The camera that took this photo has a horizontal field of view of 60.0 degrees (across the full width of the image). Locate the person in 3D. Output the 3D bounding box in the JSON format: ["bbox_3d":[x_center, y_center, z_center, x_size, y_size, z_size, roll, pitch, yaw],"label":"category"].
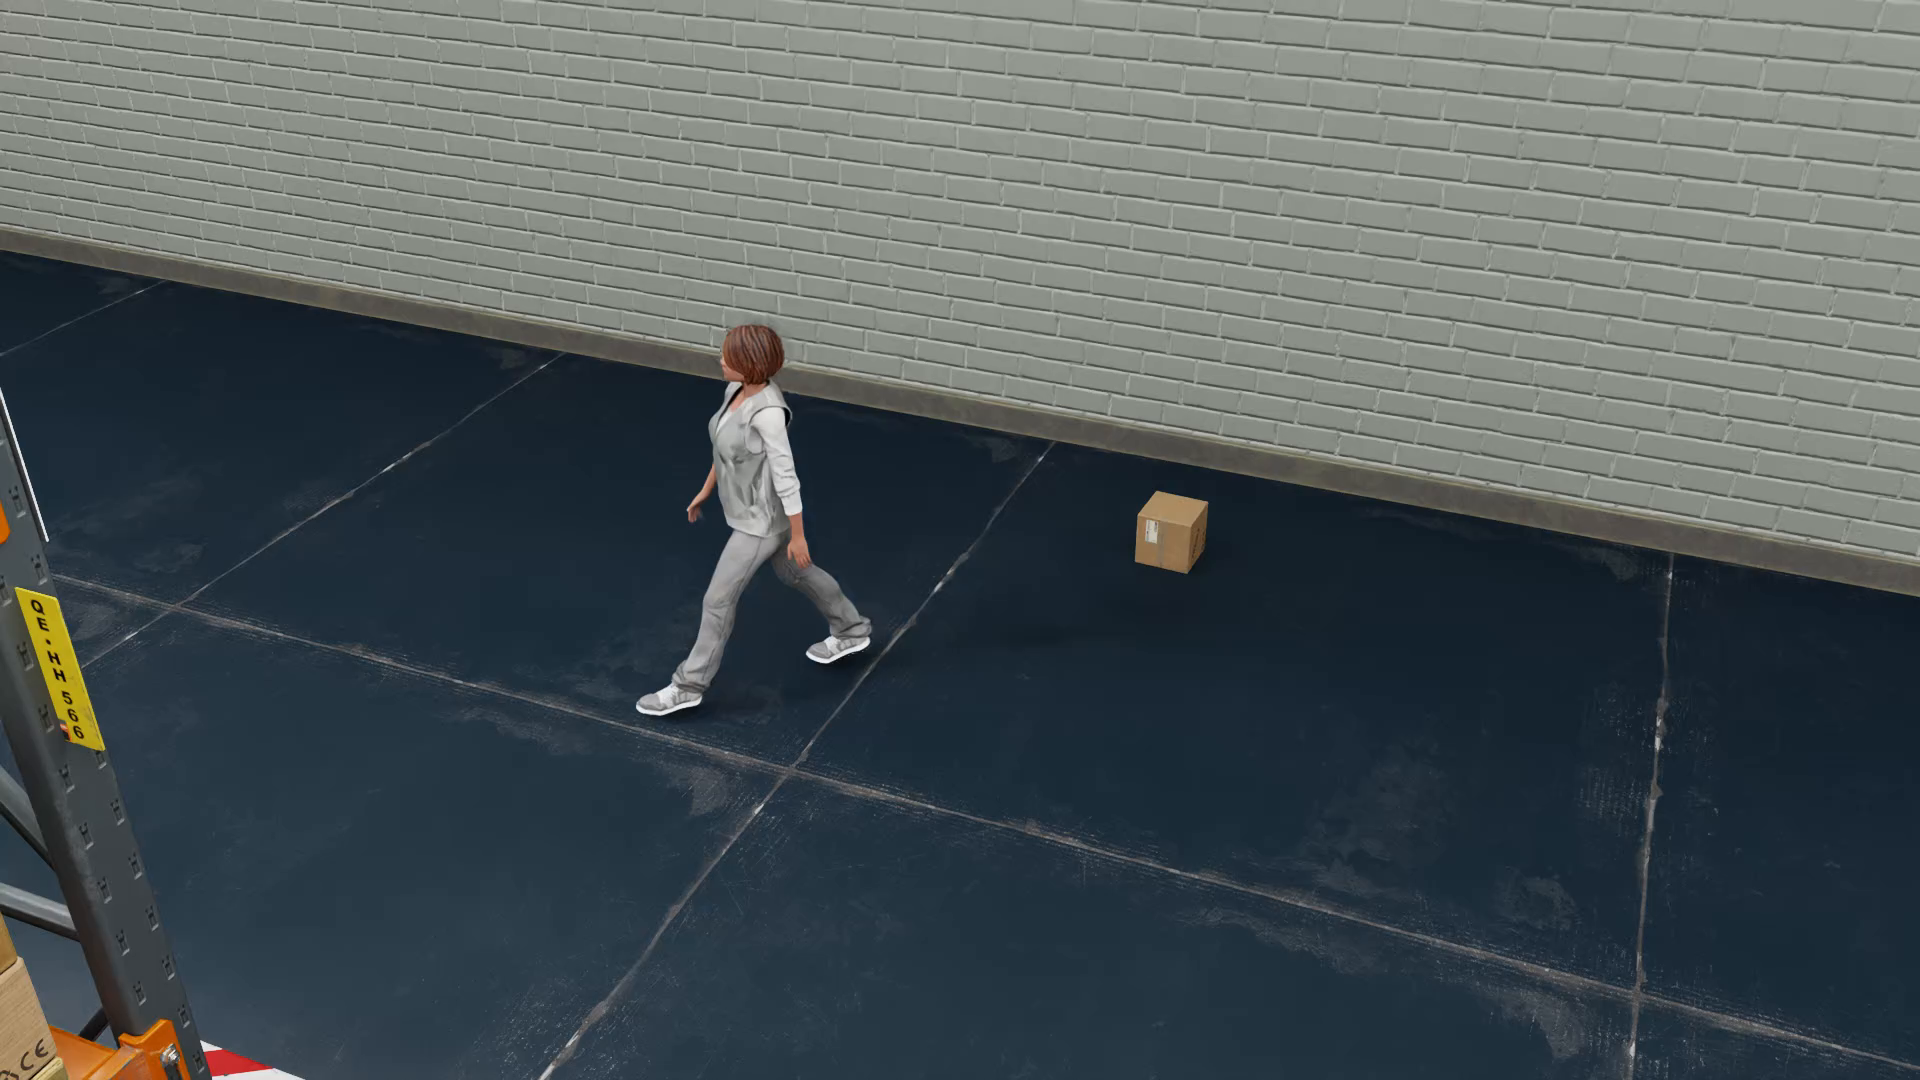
[{"bbox_3d":[-0.817,-0.363,6.152,0.406,0.933,0.446,-8,31,-13],"label":"person"}]
